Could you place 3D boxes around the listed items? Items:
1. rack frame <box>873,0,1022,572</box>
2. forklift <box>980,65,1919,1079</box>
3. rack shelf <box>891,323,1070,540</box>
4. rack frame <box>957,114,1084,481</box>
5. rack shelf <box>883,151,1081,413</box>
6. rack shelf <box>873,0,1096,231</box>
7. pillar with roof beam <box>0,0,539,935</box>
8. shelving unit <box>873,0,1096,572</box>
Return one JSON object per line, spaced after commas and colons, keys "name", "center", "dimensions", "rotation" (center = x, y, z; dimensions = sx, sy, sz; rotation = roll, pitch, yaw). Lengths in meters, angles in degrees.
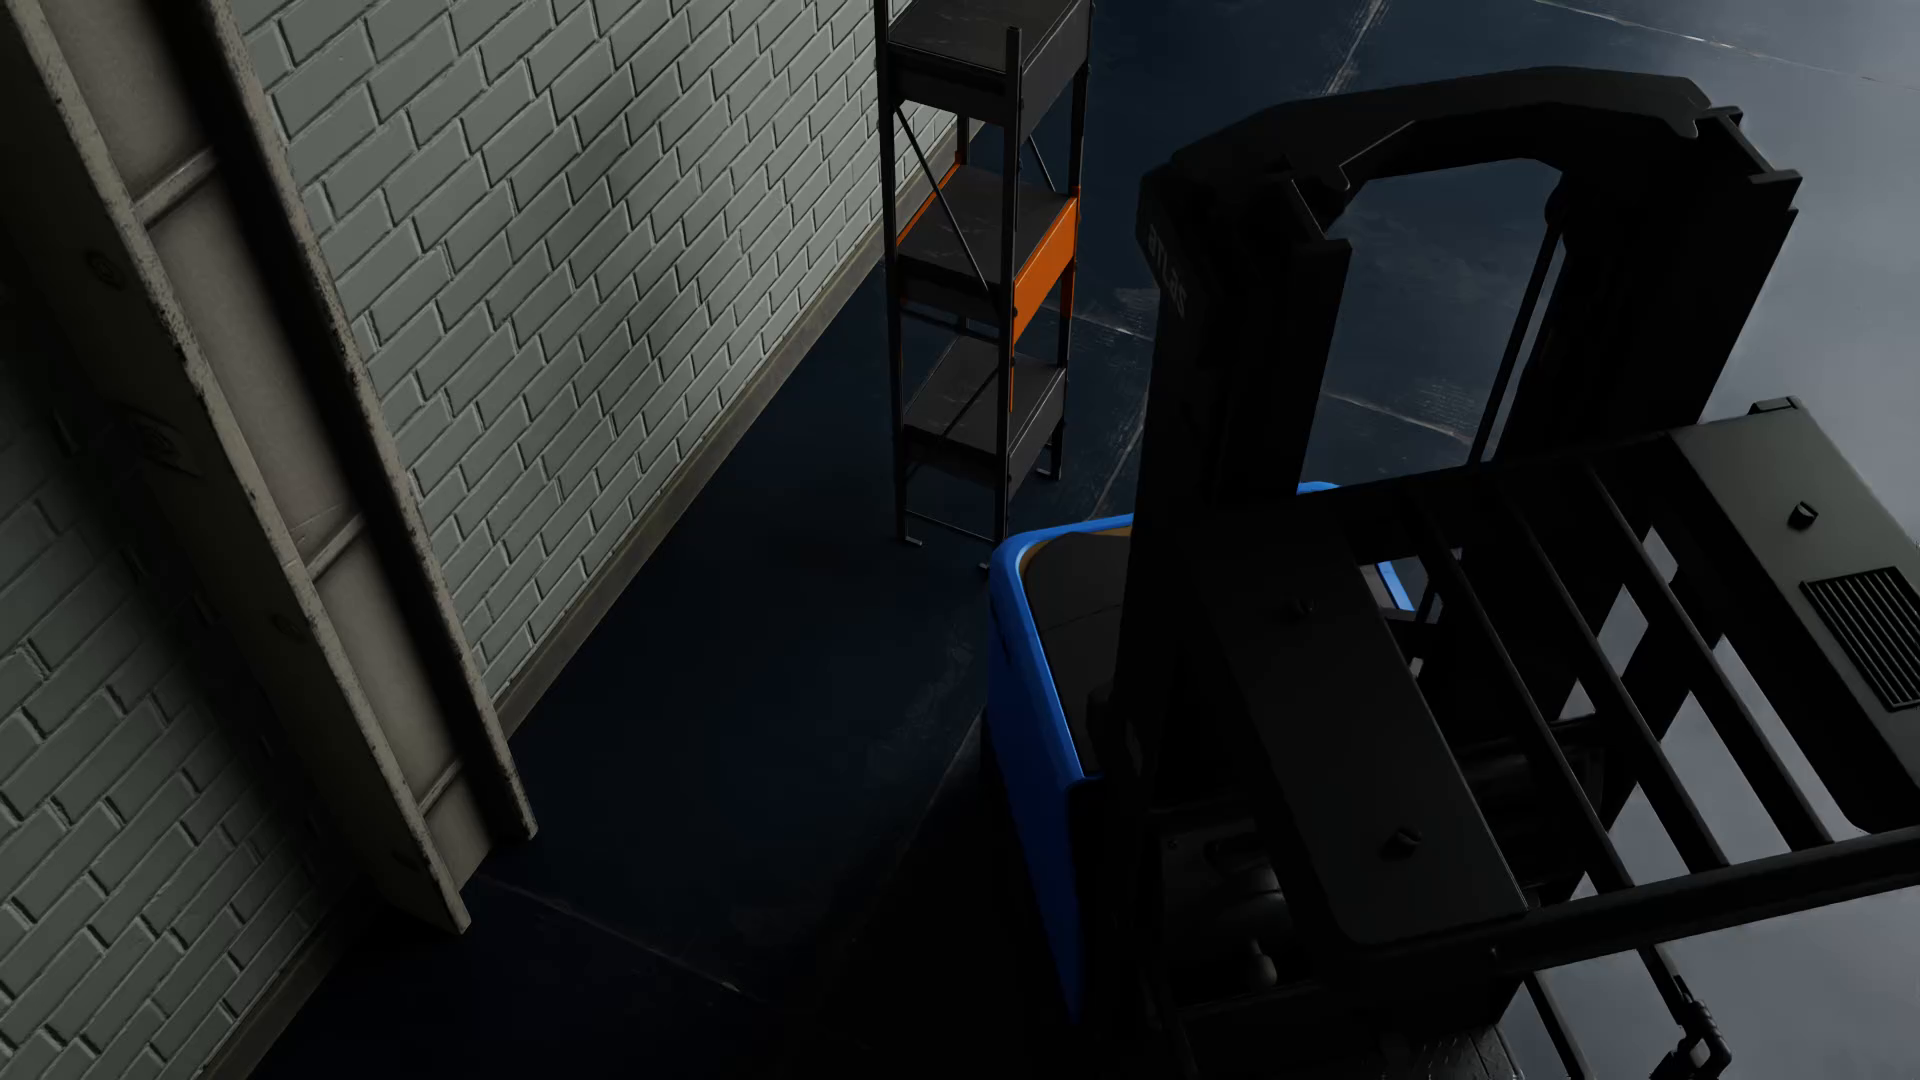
{"name": "rack frame", "center": [-0.034, -0.626, 4.904], "dimensions": [0.400, 2.100, 0.015], "rotation": [20, 52, 16]}
{"name": "forklift", "center": [0.892, 0.752, 3.186], "dimensions": [1.130, 2.935, 3.031], "rotation": [-10, 50, -8]}
{"name": "rack shelf", "center": [0.071, -0.332, 5.591], "dimensions": [0.431, 0.518, 0.480], "rotation": [20, 52, 16]}
{"name": "rack frame", "center": [0.175, -0.962, 5.190], "dimensions": [0.400, 2.100, 0.015], "rotation": [20, 52, 16]}
{"name": "rack shelf", "center": [0.071, -0.786, 5.058], "dimensions": [0.431, 0.518, 0.480], "rotation": [20, 52, 16]}
{"name": "rack shelf", "center": [0.071, -1.239, 4.525], "dimensions": [0.431, 0.518, 0.480], "rotation": [20, 52, 16]}
{"name": "pillar with roof beam", "center": [2.402, -0.563, 0.321], "dimensions": [9.100, 9.000, 0.400], "rotation": [20, 52, 16]}
{"name": "shelving unit", "center": [0.071, -0.794, 5.047], "dimensions": [0.431, 2.100, 0.503], "rotation": [20, 52, 16]}
